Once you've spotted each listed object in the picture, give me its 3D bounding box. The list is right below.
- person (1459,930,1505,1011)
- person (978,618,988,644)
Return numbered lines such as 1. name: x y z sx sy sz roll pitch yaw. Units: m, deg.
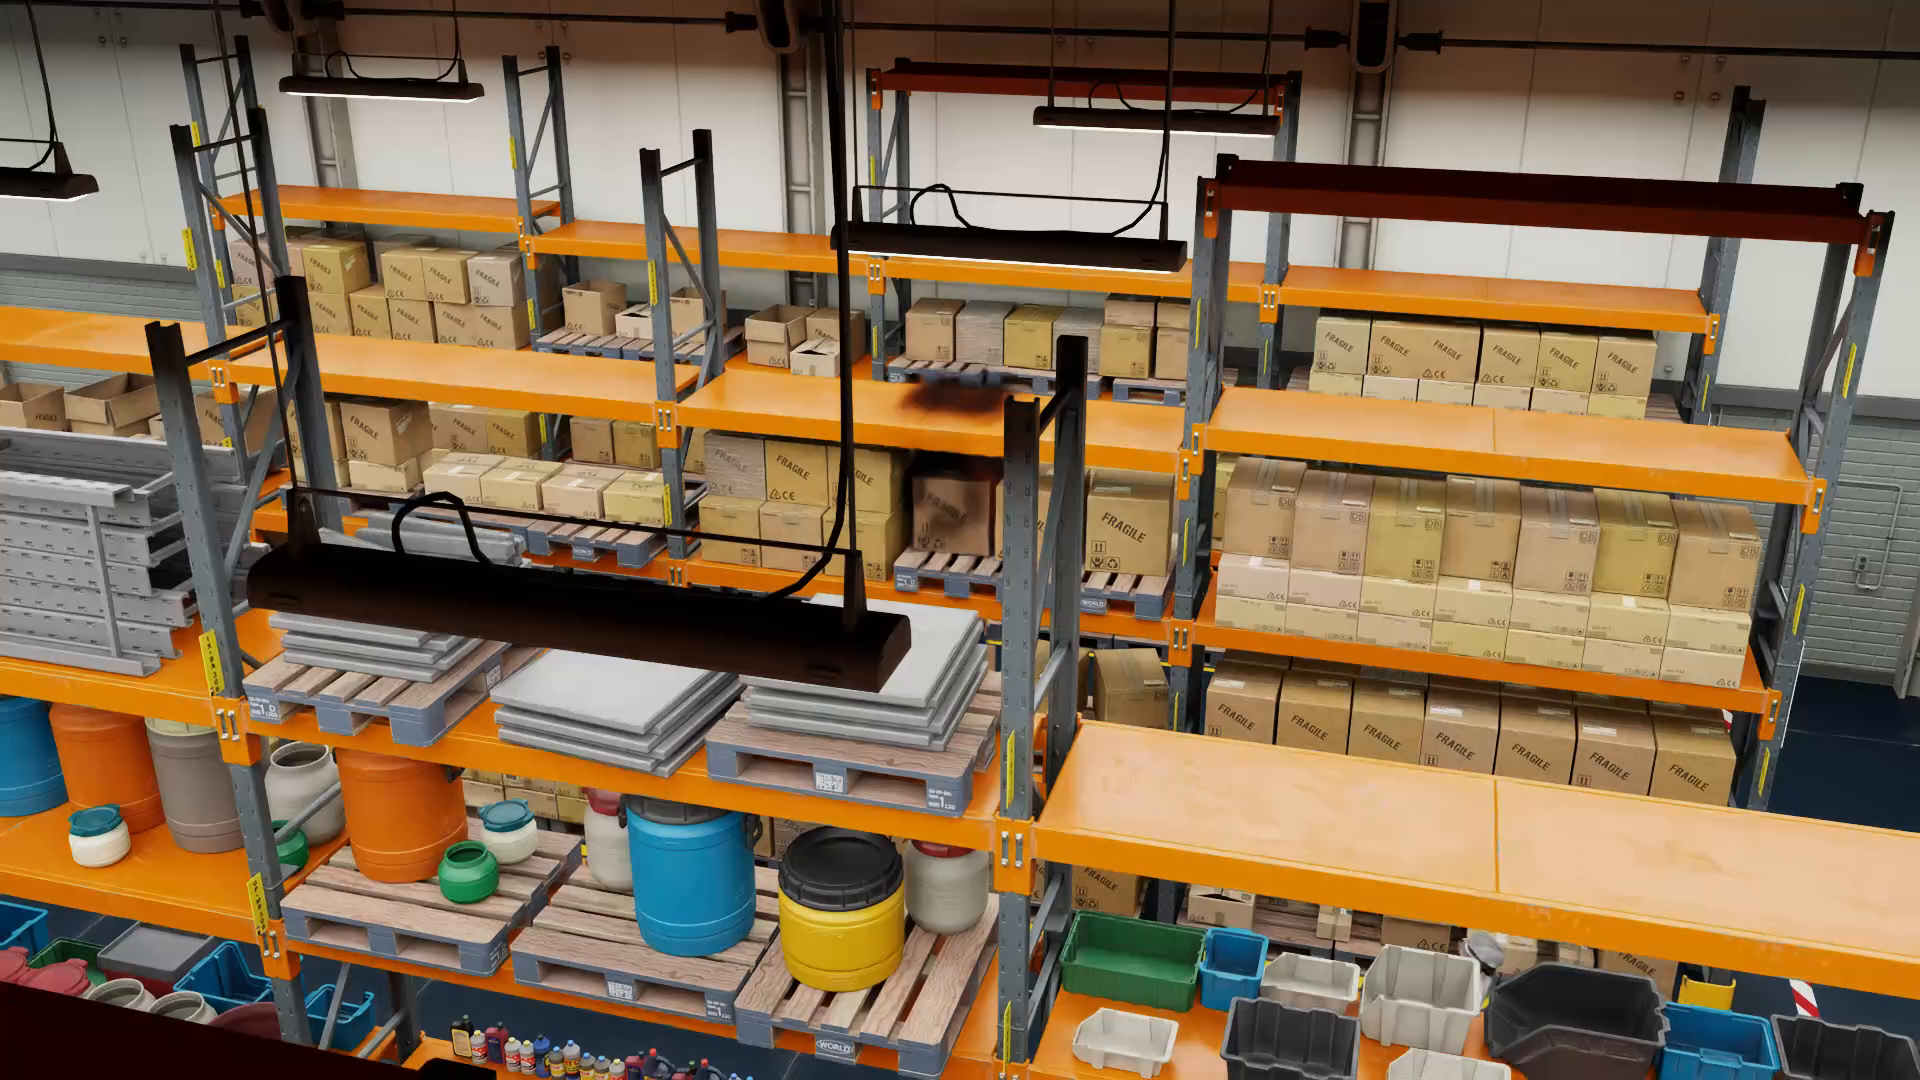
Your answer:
1. person: 3.280 3.242 10.779 0.707 1.657 0.516 5 23 13
2. person: 0.070 0.948 16.150 0.493 1.628 0.567 -15 27 -31
